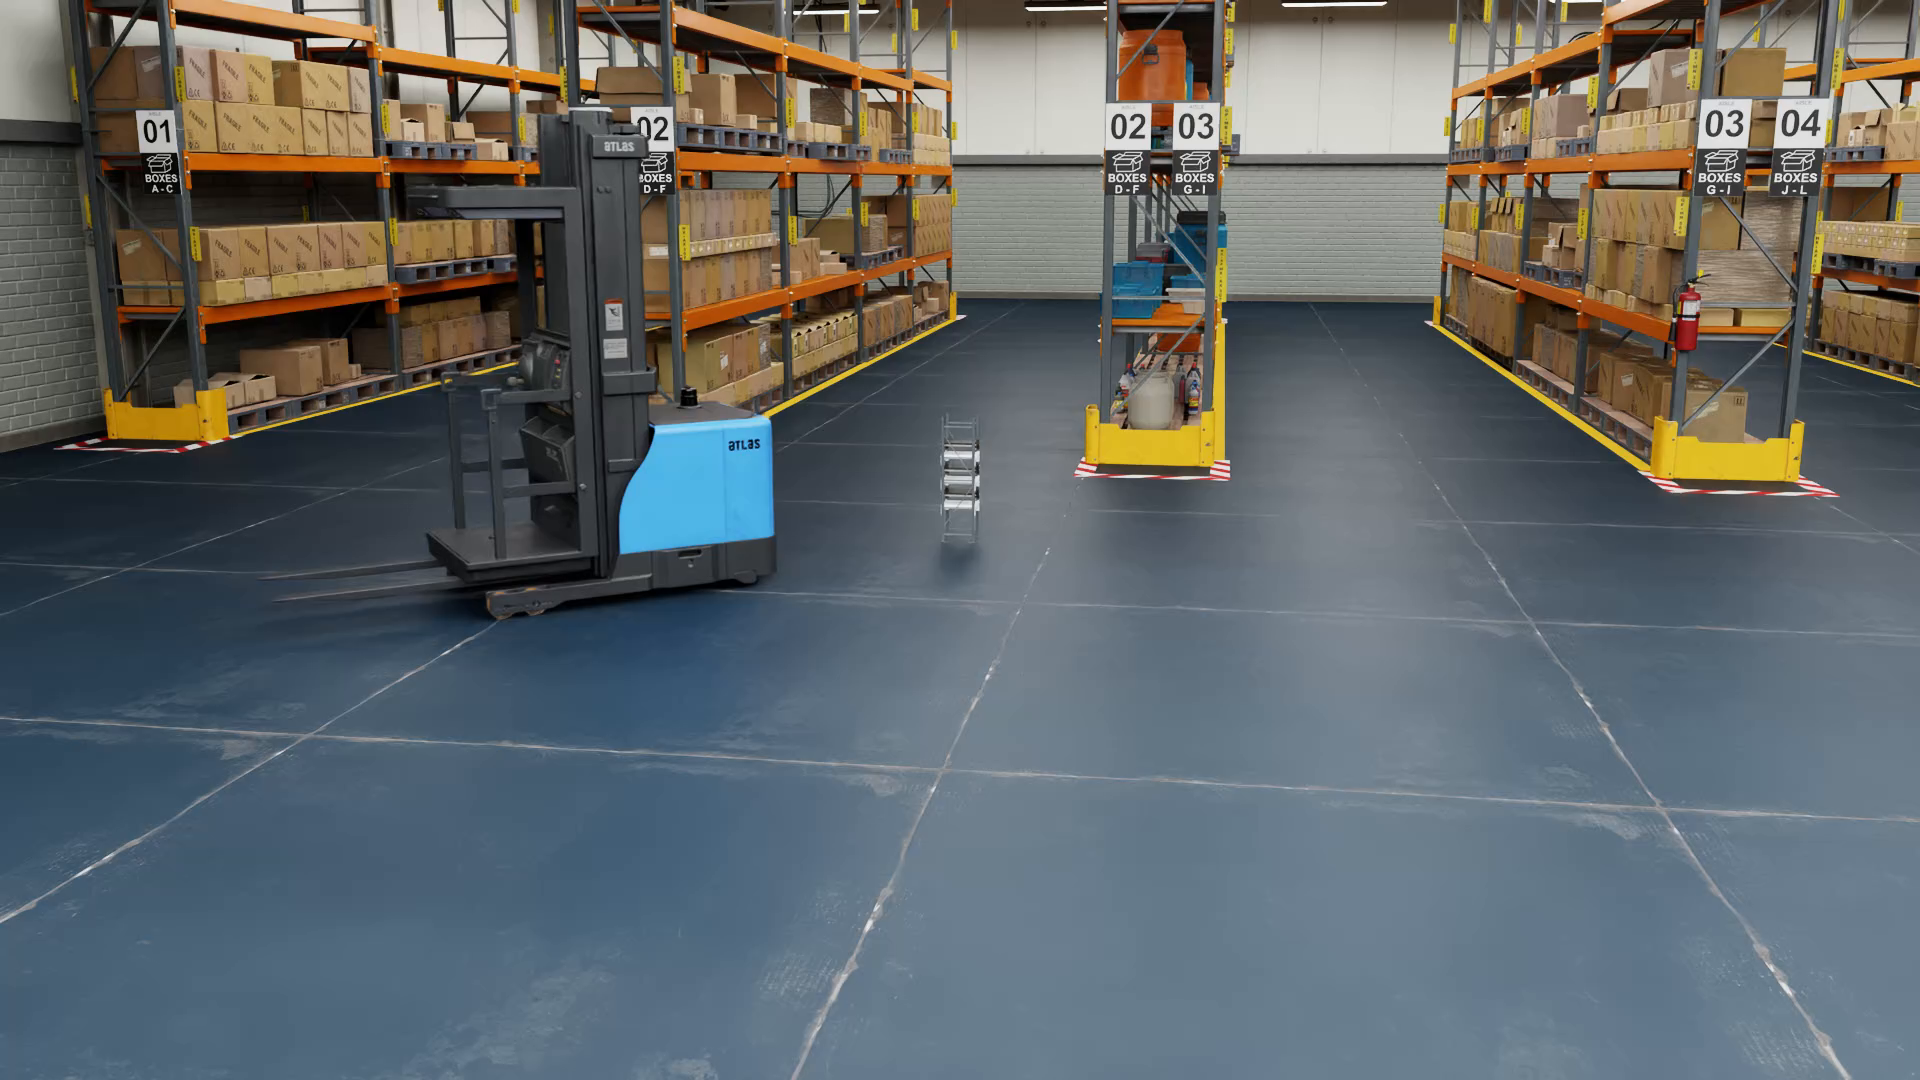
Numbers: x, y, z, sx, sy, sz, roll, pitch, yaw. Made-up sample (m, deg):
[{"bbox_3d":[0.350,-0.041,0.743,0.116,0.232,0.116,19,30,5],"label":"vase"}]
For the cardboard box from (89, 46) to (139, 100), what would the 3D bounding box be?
[{"bbox_3d":[-8.200,-4.600,16.438,0.500,0.500,0.500,2,12,11],"label":"cardboard box"}]

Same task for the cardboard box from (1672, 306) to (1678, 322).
[{"bbox_3d":[6.554,-2.001,14.756,0.380,0.149,0.250,2,12,9],"label":"cardboard box"}]

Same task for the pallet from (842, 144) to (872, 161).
[{"bbox_3d":[-1.898,-5.223,22.437,1.213,0.211,1.003,2,12,11],"label":"pallet"}]

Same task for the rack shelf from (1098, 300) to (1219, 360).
[{"bbox_3d":[2.089,-2.231,16.934,1.077,0.370,4.000,2,12,9],"label":"rack shelf"}]

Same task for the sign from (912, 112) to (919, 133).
[{"bbox_3d":[-0.718,-6.720,26.774,0.100,0.325,0.005,2,12,9],"label":"sign"}]

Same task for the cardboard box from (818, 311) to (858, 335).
[{"bbox_3d":[-1.719,-3.011,23.046,0.500,0.311,0.500,2,12,10],"label":"cardboard box"}]

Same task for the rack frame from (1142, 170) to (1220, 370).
[{"bbox_3d":[3.012,-3.832,22.654,1.000,3.000,0.127,2,12,9],"label":"rack frame"}]

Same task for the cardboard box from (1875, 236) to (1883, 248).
[{"bbox_3d":[12.534,-3.998,22.317,0.380,0.149,0.250,2,12,9],"label":"cardboard box"}]

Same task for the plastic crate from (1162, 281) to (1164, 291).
[{"bbox_3d":[1.909,-2.622,17.544,0.450,0.188,0.662,2,12,9],"label":"plastic crate"}]

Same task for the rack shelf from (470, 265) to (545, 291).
[{"bbox_3d":[-6.470,-4.218,26.151,1.077,0.370,4.000,2,12,9],"label":"rack shelf"}]

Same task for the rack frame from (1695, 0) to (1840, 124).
[{"bbox_3d":[6.676,-4.939,13.550,1.000,3.000,0.127,2,12,9],"label":"rack frame"}]

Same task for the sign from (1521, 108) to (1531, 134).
[{"bbox_3d":[7.359,-5.449,21.622,0.100,0.325,0.005,2,12,9],"label":"sign"}]

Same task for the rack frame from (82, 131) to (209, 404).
[{"bbox_3d":[-8.008,-2.488,16.416,1.000,3.000,0.127,2,12,9],"label":"rack frame"}]

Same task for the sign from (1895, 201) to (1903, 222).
[{"bbox_3d":[13.955,-4.871,24.728,0.100,0.325,0.005,2,12,9],"label":"sign"}]

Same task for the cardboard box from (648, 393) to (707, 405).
[{"bbox_3d":[-2.810,-1.293,16.405,0.500,0.250,0.500,2,12,9],"label":"cardboard box"}]

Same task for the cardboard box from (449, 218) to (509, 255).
[{"bbox_3d":[-6.840,-4.319,23.631,0.700,0.500,0.500,0,12,2],"label":"cardboard box"}]

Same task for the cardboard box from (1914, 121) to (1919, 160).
[{"bbox_3d":[12.628,-5.132,21.330,0.500,0.500,0.500,2,12,9],"label":"cardboard box"}]

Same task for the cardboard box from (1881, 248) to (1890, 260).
[{"bbox_3d":[12.492,-3.795,22.082,0.380,0.149,0.250,2,12,10],"label":"cardboard box"}]

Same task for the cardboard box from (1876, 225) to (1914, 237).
[{"bbox_3d":[12.532,-4.142,22.282,0.380,0.149,0.250,2,12,10],"label":"cardboard box"}]

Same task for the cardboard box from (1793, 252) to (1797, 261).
[{"bbox_3d":[13.327,-4.488,26.294,0.380,0.149,0.250,1,12,6],"label":"cardboard box"}]

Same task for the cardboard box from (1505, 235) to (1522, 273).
[{"bbox_3d":[7.819,-3.935,22.894,0.500,0.500,0.500,2,12,8],"label":"cardboard box"}]

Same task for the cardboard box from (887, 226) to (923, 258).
[{"bbox_3d":[-0.919,-4.972,27.707,0.500,0.500,0.500,2,12,10],"label":"cardboard box"}]

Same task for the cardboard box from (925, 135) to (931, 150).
[{"bbox_3d":[-0.783,-6.764,28.310,0.500,0.250,0.500,2,12,9],"label":"cardboard box"}]

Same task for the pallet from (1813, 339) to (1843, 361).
[{"bbox_3d":[13.288,-2.797,24.471,1.003,0.211,1.213,2,12,9],"label":"pallet"}]

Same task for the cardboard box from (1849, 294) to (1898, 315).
[{"bbox_3d":[12.870,-3.310,23.389,0.500,0.250,0.500,2,12,11],"label":"cardboard box"}]

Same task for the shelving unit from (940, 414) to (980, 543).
[{"bbox_3d":[0.001,-0.442,11.906,0.258,0.900,0.210,2,12,9],"label":"shelving unit"}]

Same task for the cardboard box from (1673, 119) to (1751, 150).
[{"bbox_3d":[6.499,-3.508,14.386,0.500,0.250,0.500,2,12,10],"label":"cardboard box"}]

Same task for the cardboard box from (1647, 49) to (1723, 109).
[{"bbox_3d":[6.664,-4.242,15.307,0.500,0.500,0.500,2,12,9],"label":"cardboard box"}]

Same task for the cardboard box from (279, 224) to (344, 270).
[{"bbox_3d":[-7.319,-3.306,18.744,0.500,0.500,0.500,2,12,7],"label":"cardboard box"}]

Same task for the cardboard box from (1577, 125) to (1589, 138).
[{"bbox_3d":[7.480,-4.790,19.536,0.380,0.166,0.250,2,12,7],"label":"cardboard box"}]

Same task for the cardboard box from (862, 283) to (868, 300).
[{"bbox_3d":[-1.736,-3.885,26.008,0.500,0.250,0.500,2,12,9],"label":"cardboard box"}]

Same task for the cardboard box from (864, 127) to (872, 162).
[{"bbox_3d":[-1.770,-5.707,23.995,0.910,0.500,0.500,2,12,9],"label":"cardboard box"}]

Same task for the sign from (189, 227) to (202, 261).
[{"bbox_3d":[-7.472,-2.893,16.244,0.100,0.325,0.005,2,12,9],"label":"sign"}]

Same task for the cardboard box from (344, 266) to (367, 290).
[{"bbox_3d":[-7.251,-3.045,19.311,0.500,0.250,0.500,2,12,9],"label":"cardboard box"}]

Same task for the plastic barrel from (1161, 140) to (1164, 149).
[{"bbox_3d":[2.260,-4.824,18.946,0.600,0.901,0.708,2,12,9],"label":"plastic barrel"}]

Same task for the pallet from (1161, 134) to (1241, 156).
[{"bbox_3d":[2.382,-4.220,17.783,1.213,0.211,1.003,2,12,9],"label":"pallet"}]

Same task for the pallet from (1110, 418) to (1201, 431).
[{"bbox_3d":[1.877,-0.990,16.085,1.003,0.211,1.213,2,12,9],"label":"pallet"}]

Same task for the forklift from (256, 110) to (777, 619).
[{"bbox_3d":[-2.714,-1.090,10.096,3.031,2.935,1.130,-7,14,-29],"label":"forklift"}]

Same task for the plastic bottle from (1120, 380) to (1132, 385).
[{"bbox_3d":[1.718,-1.527,17.381,0.152,0.276,0.135,2,12,7],"label":"plastic bottle"}]

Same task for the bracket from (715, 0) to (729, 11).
[{"bbox_3d":[-5.207,-11.669,36.235,0.235,0.232,0.430,2,12,9],"label":"bracket"}]

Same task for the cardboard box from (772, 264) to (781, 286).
[{"bbox_3d":[-2.465,-3.191,20.037,0.500,0.250,0.500,3,12,12],"label":"cardboard box"}]

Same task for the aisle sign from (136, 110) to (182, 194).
[{"bbox_3d":[-7.722,-3.734,16.028,0.394,0.787,0.004,2,12,9],"label":"aisle sign"}]

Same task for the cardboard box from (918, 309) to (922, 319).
[{"bbox_3d":[-0.865,-3.917,28.728,0.380,0.166,0.250,2,12,9],"label":"cardboard box"}]

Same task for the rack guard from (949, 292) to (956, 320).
[{"bbox_3d":[-0.663,-4.421,31.320,1.175,0.500,0.348,2,12,9],"label":"rack guard"}]

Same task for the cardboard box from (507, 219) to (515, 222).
[{"bbox_3d":[-6.448,-4.816,24.448,0.500,0.250,0.500,2,12,10],"label":"cardboard box"}]

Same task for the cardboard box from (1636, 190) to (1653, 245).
[{"bbox_3d":[6.667,-3.020,15.570,0.500,0.500,0.500,2,12,9],"label":"cardboard box"}]

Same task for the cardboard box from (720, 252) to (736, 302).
[{"bbox_3d":[-2.793,-2.796,17.609,0.700,0.500,0.500,2,12,10],"label":"cardboard box"}]

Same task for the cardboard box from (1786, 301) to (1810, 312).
[{"bbox_3d":[13.303,-3.725,26.515,0.380,0.149,0.250,1,12,6],"label":"cardboard box"}]

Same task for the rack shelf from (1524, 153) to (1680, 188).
[{"bbox_3d":[7.598,-4.370,19.737,1.077,0.370,4.000,2,12,9],"label":"rack shelf"}]

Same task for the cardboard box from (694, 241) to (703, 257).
[{"bbox_3d":[-2.762,-2.875,16.439,0.380,0.149,0.250,2,12,9],"label":"cardboard box"}]

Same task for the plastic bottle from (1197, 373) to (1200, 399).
[{"bbox_3d":[2.569,-1.668,18.016,0.061,0.283,0.133,3,12,12],"label":"plastic bottle"}]

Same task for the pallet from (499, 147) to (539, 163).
[{"bbox_3d":[-6.731,-5.663,24.477,1.213,0.211,1.003,2,12,11],"label":"pallet"}]

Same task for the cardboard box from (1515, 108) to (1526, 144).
[{"bbox_3d":[7.974,-5.704,22.986,0.500,0.500,0.500,3,12,12],"label":"cardboard box"}]

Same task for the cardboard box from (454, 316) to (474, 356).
[{"bbox_3d":[-7.079,-2.787,22.693,0.700,0.500,0.500,2,12,8],"label":"cardboard box"}]

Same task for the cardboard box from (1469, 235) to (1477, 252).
[{"bbox_3d":[8.330,-4.677,26.224,0.500,0.250,0.500,2,12,8],"label":"cardboard box"}]

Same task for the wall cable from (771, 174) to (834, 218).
[{"bbox_3d":[-4.324,-8.399,36.976,3.097,2.526,0.112,2,12,9],"label":"wall cable"}]

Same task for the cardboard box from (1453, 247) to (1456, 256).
[{"bbox_3d":[8.560,-4.883,28.128,0.380,0.149,0.250,2,12,8],"label":"cardboard box"}]
